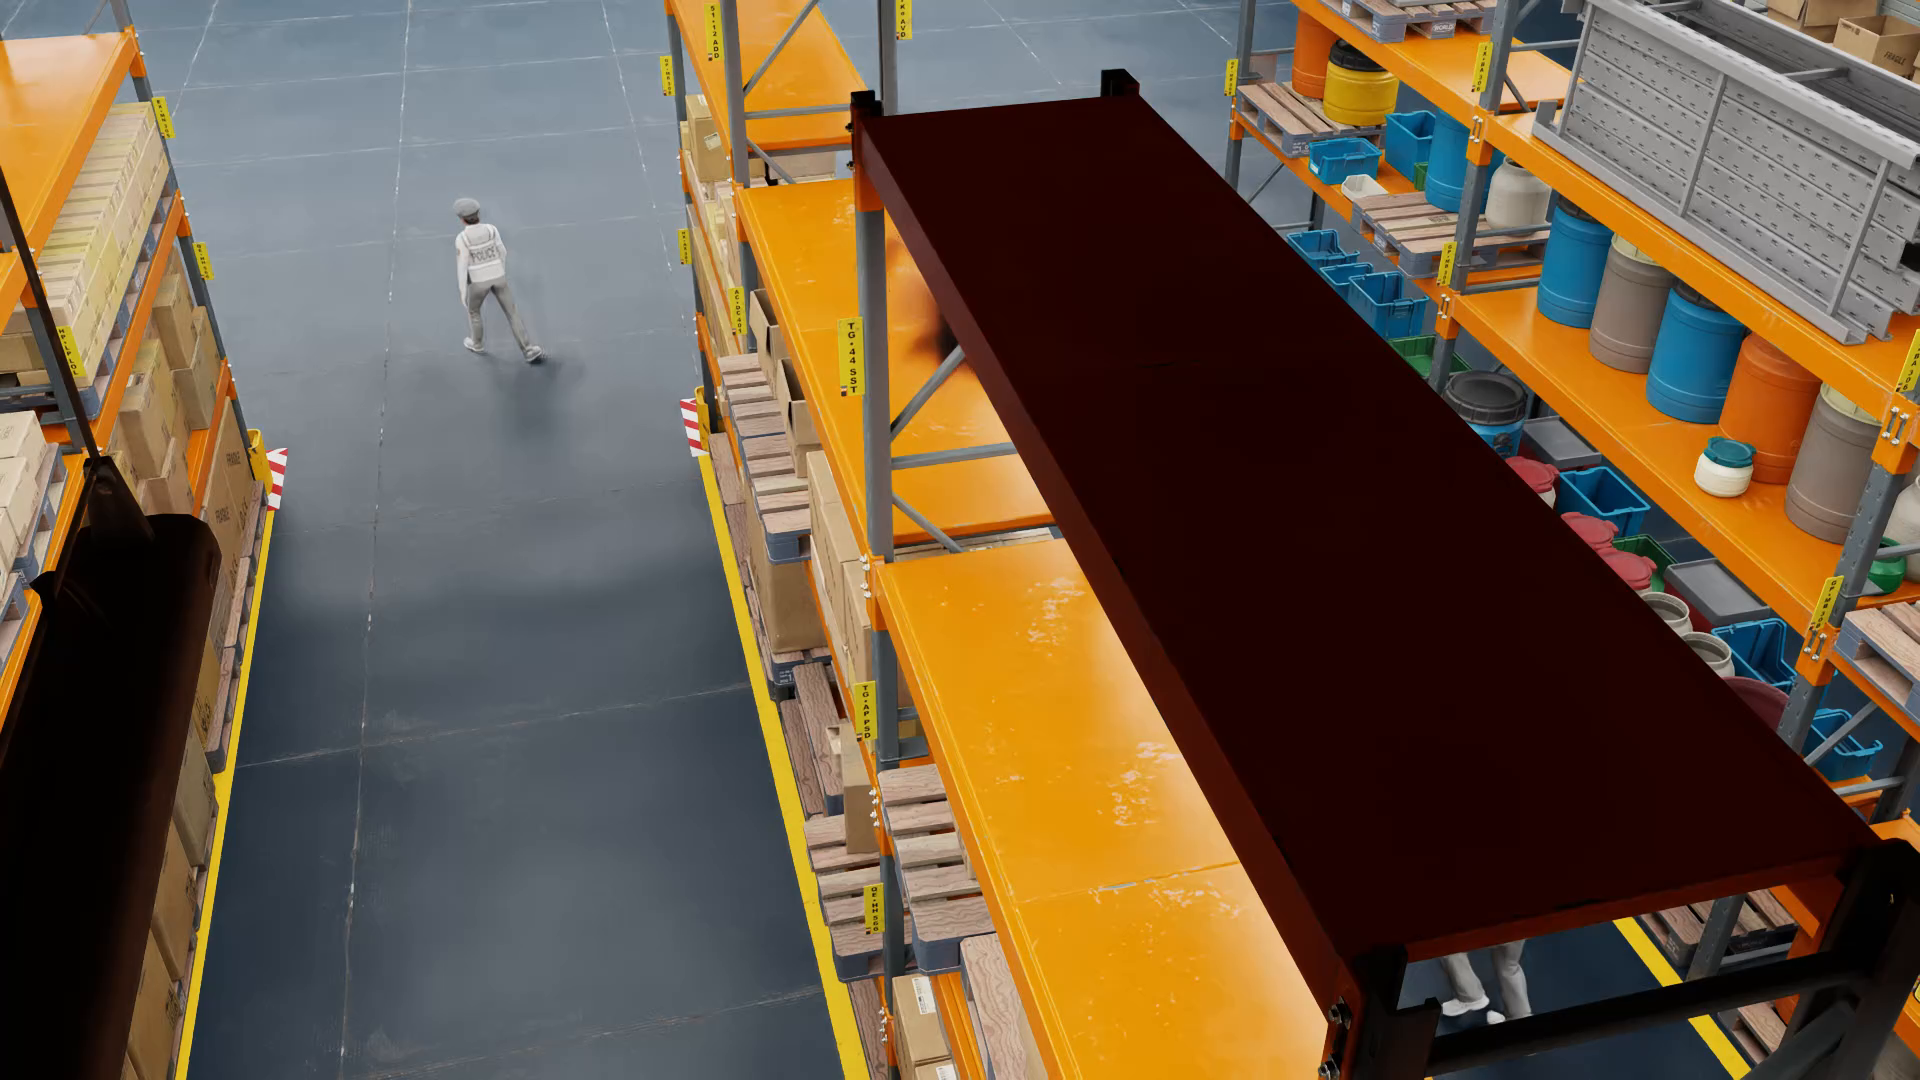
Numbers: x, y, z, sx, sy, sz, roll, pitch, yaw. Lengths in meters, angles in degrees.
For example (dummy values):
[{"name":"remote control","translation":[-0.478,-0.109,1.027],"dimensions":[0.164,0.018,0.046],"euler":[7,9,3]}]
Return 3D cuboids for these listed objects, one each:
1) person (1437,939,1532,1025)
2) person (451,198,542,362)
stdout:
[{"name":"person","translation":[3.050,2.140,9.558],"dimensions":[0.572,1.570,0.886],"euler":[-23,40,-29]},{"name":"person","translation":[-4.649,-2.565,16.386],"dimensions":[0.661,1.615,0.849],"euler":[-23,40,-29]}]
